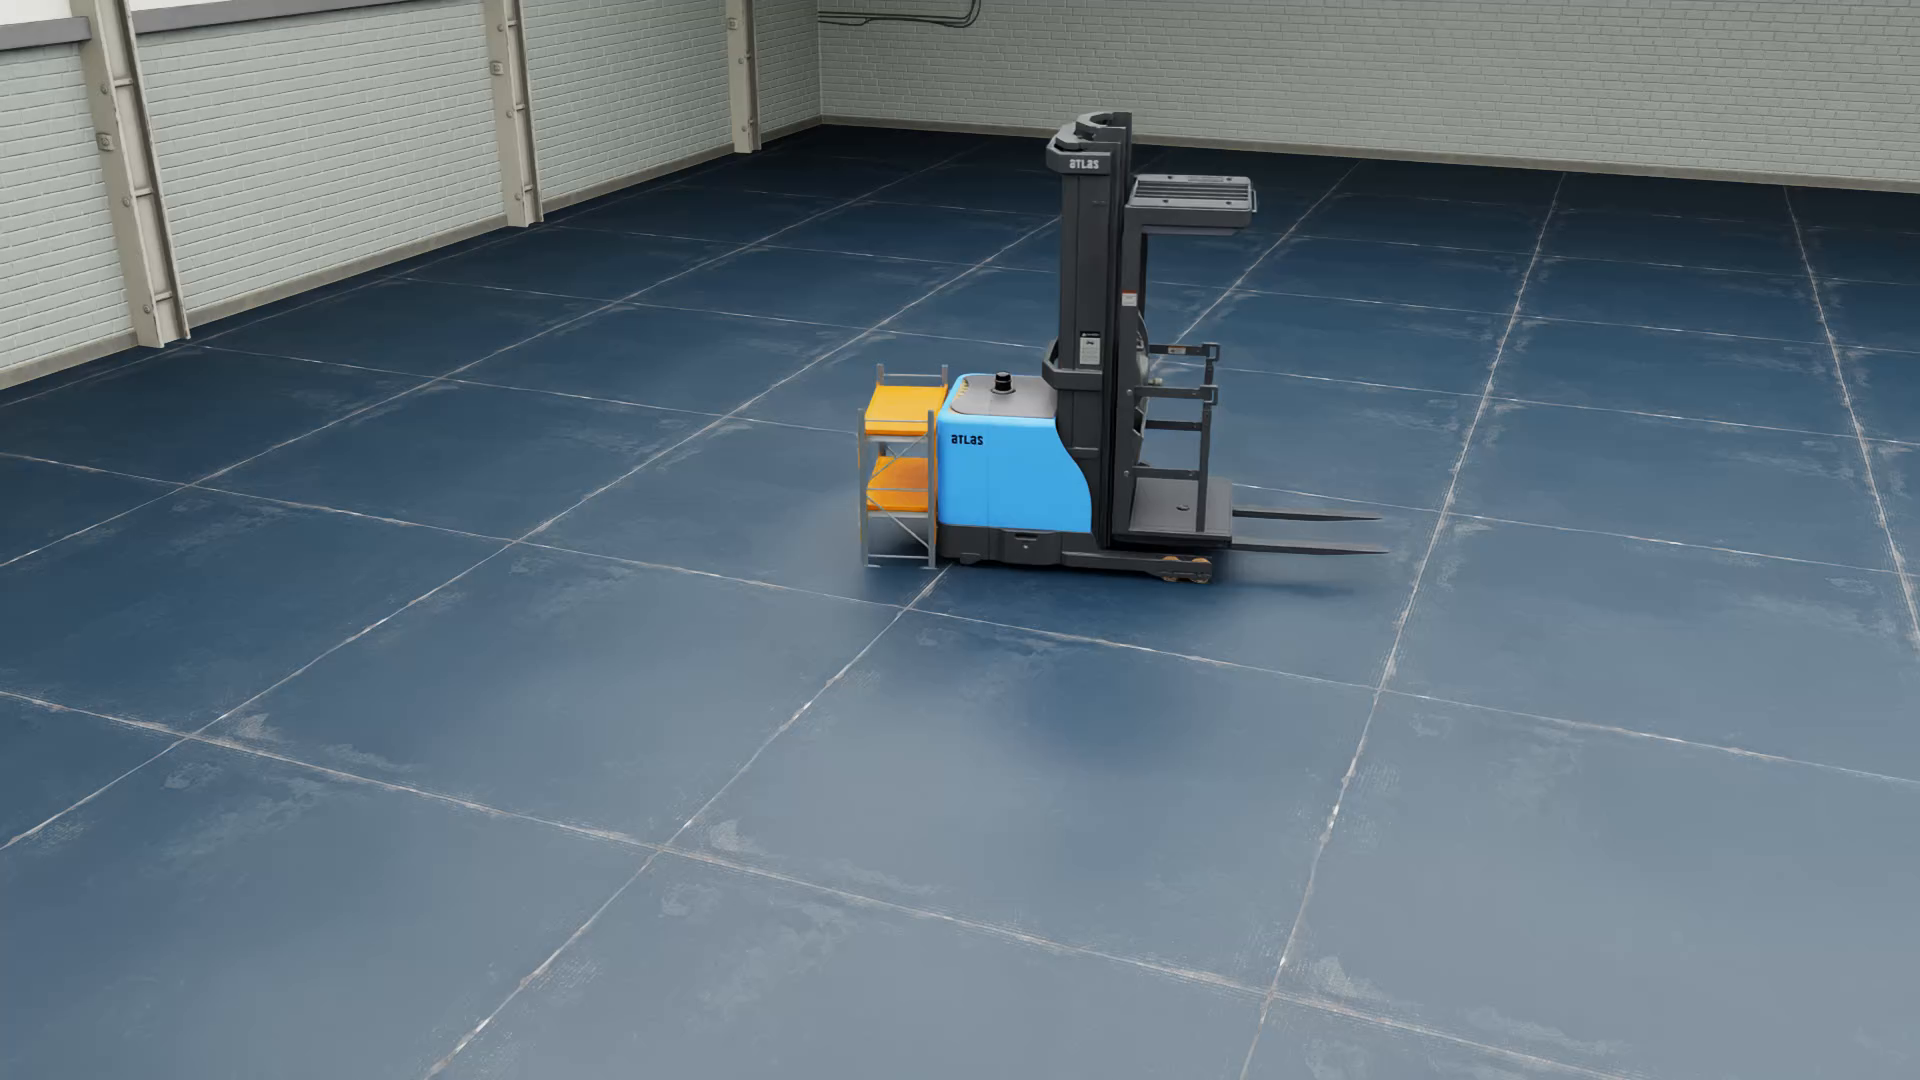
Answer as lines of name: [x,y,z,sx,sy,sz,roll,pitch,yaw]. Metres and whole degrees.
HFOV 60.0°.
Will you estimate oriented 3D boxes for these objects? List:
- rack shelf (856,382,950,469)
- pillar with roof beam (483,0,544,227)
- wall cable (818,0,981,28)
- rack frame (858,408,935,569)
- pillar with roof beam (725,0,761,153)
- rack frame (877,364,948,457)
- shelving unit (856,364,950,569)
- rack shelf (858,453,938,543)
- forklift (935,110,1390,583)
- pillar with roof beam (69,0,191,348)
rack shelf: [-0.379,-0.799,11.444,0.538,0.278,1.000,2,23,4]
pillar with roof beam: [-1.654,-7.650,18.390,9.100,9.000,0.400,9,24,20]
wall cable: [-1.100,-9.846,27.675,3.097,2.526,0.112,9,24,20]
rack frame: [-0.418,-0.333,11.089,0.500,1.125,0.032,2,23,4]
pillar with roof beam: [0.575,-9.797,23.530,9.100,9.000,0.400,9,24,20]
rack frame: [-0.339,-0.724,12.024,0.500,1.125,0.032,2,23,4]
shelving unit: [-0.379,-0.529,11.556,0.538,1.125,1.048,2,23,4]
rack shelf: [-0.379,-0.303,11.651,0.538,0.278,1.000,2,23,4]
forklift: [1.395,-1.284,11.022,3.031,2.935,1.130,3,23,8]
pillar with roof beam: [-3.882,-5.503,13.250,9.100,9.000,0.400,9,24,20]
